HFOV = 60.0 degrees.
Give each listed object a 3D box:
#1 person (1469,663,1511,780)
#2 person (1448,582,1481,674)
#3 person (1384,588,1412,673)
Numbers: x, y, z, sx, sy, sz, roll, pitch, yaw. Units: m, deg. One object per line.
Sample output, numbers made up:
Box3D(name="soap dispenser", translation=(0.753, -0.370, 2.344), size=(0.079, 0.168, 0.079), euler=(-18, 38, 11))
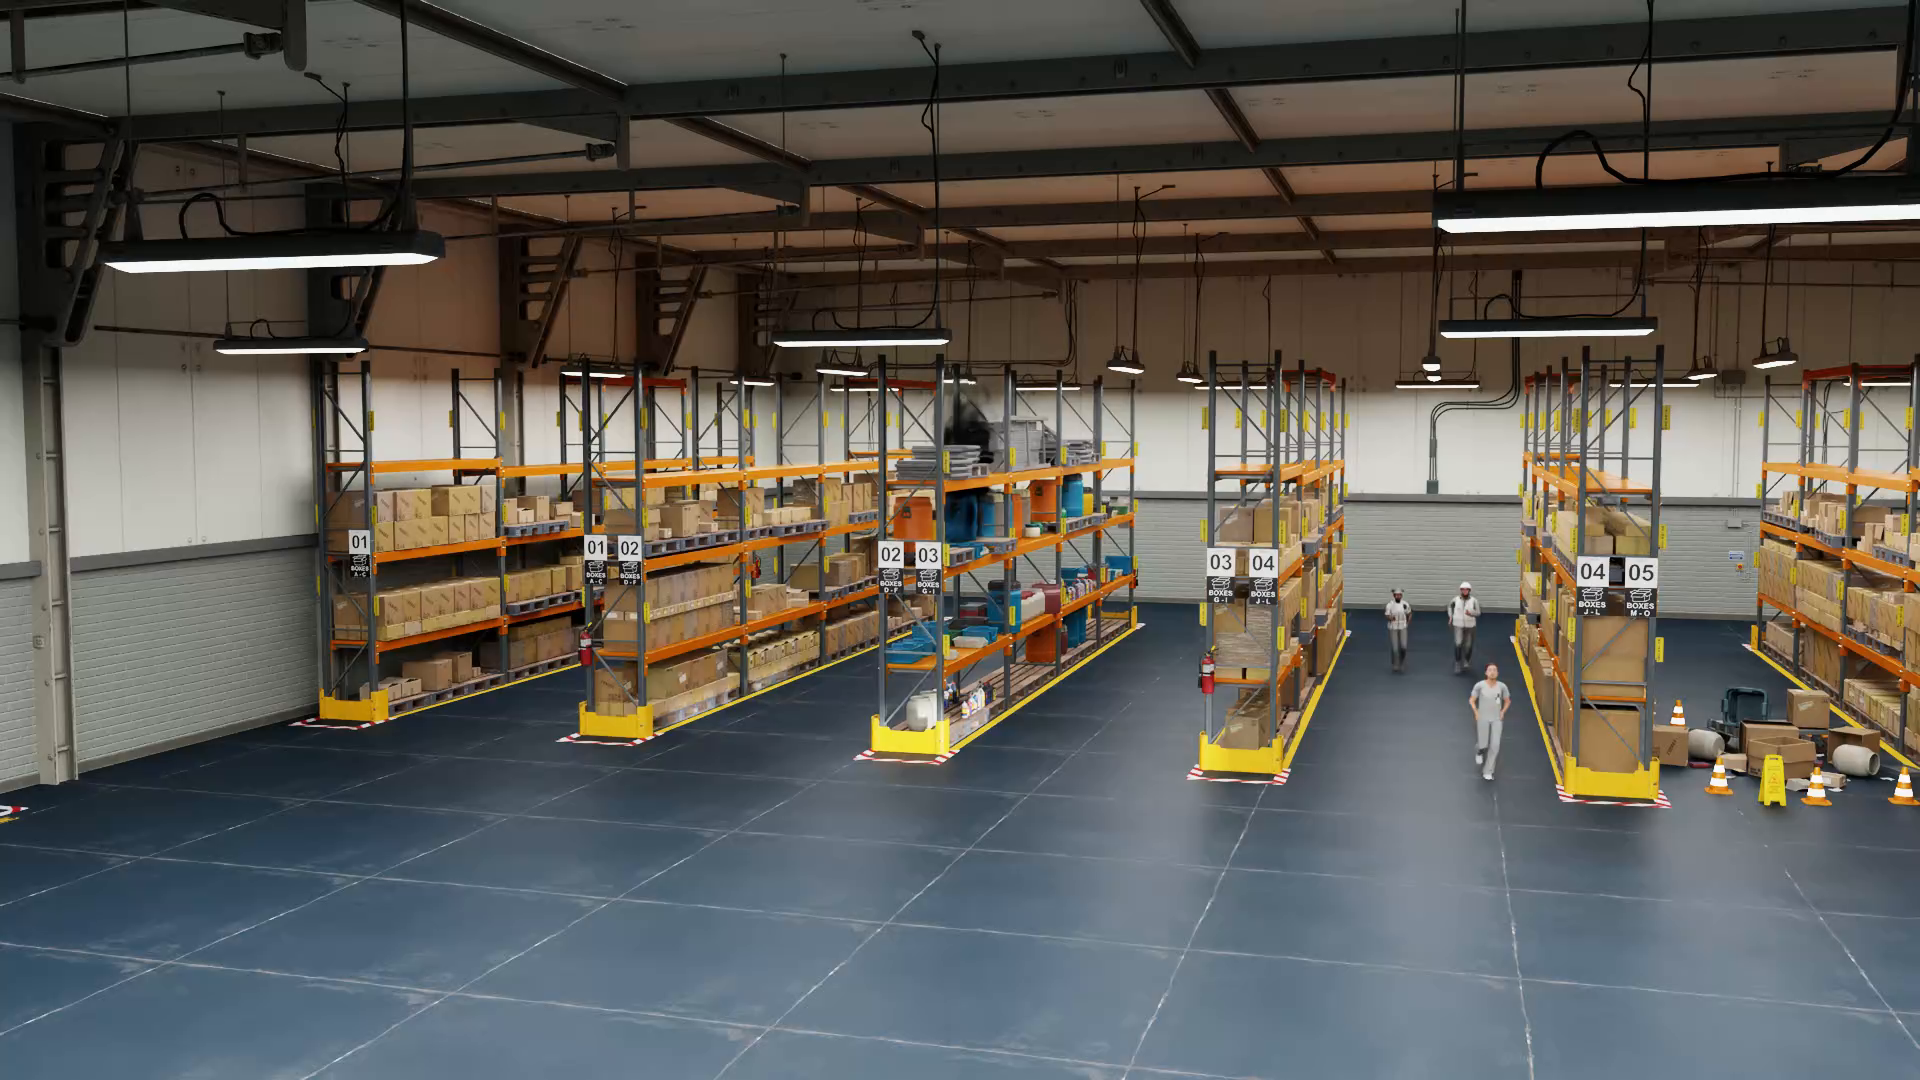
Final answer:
Box3D(name="person", translation=(7.451, 2.533, 23.361), size=(0.557, 1.606, 0.646), euler=(1, 4, 10))
Box3D(name="person", translation=(10.051, 1.752, 33.166), size=(0.625, 1.831, 0.758), euler=(1, 4, 15))
Box3D(name="person", translation=(8.745, 1.802, 33.145), size=(0.557, 1.704, 0.637), euler=(1, 4, 10))
